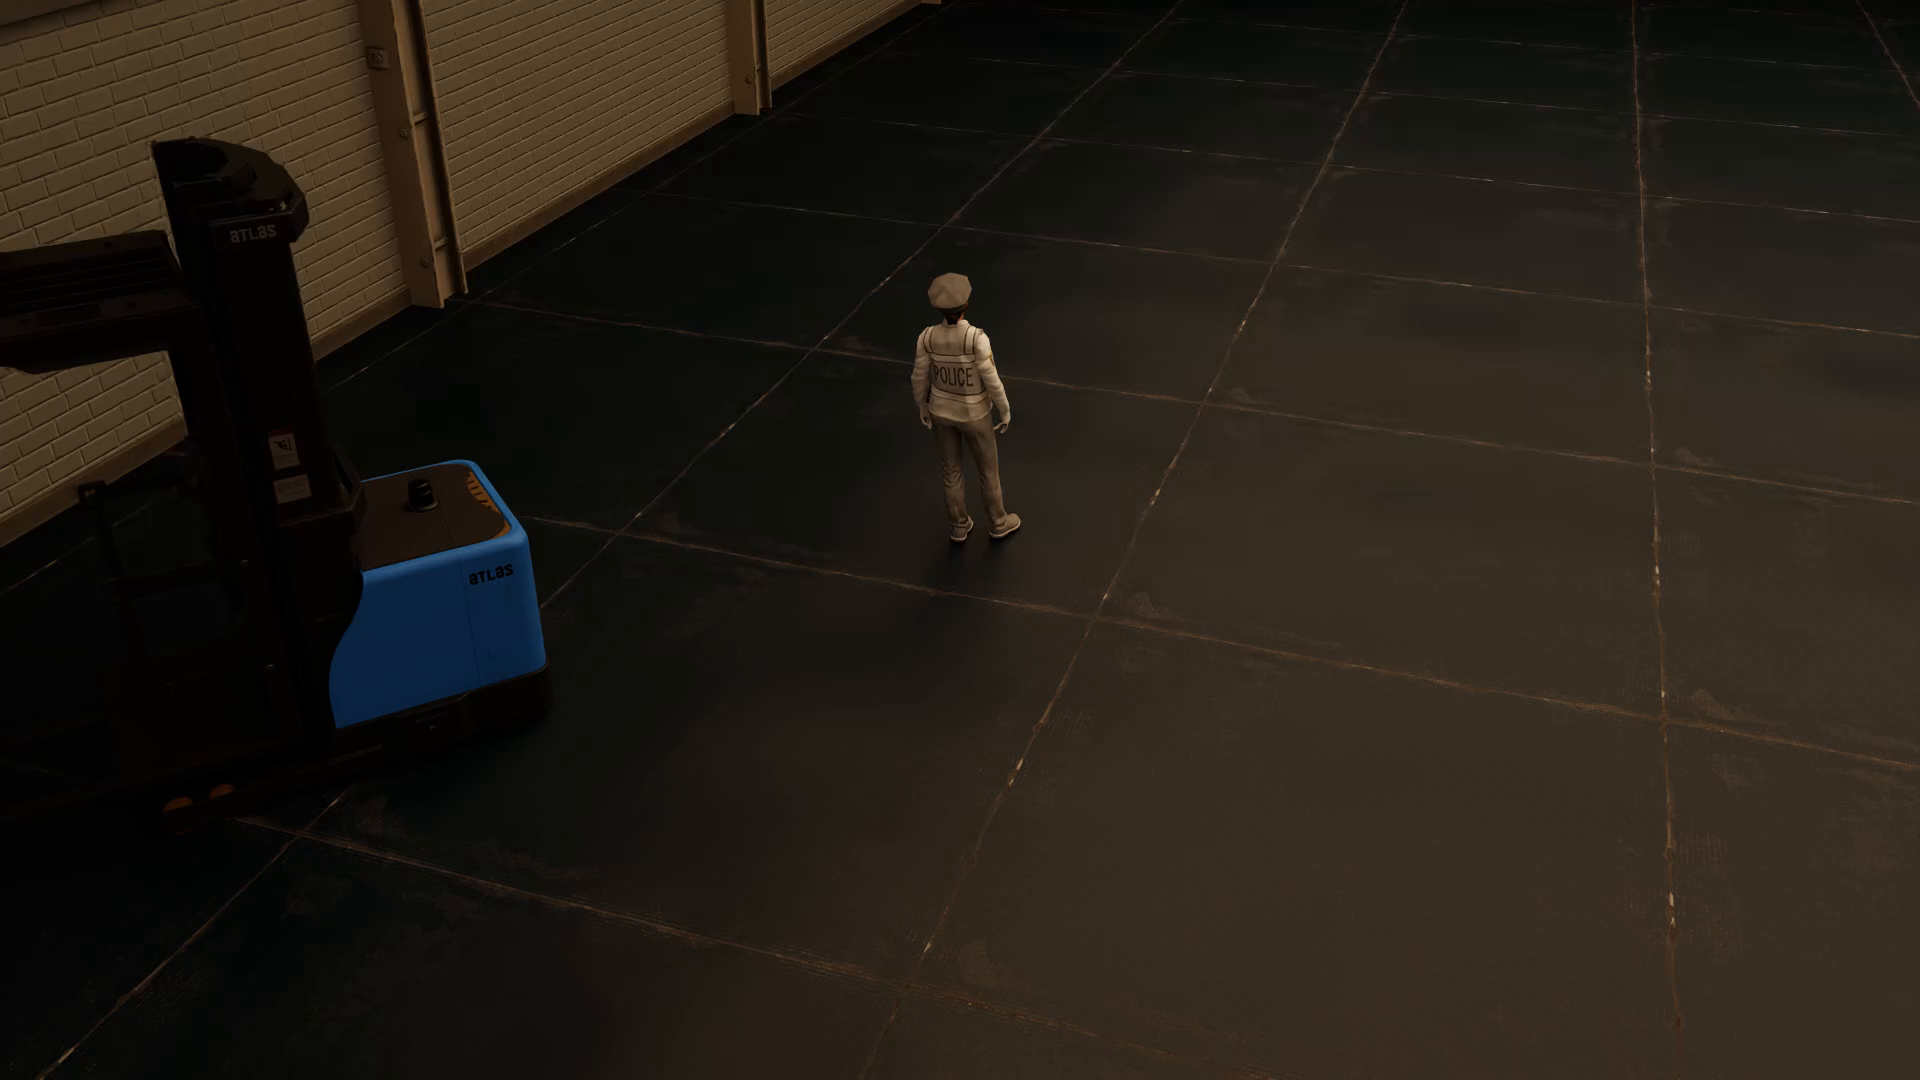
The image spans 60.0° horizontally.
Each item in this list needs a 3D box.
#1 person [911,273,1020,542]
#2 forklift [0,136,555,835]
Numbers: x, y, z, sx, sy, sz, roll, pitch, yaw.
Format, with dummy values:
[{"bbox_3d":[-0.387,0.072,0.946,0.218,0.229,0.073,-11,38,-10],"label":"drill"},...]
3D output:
[{"bbox_3d":[0.029,-0.773,9.727,0.586,1.694,0.531,10,31,16],"label":"person"},{"bbox_3d":[-3.608,-0.211,7.507,3.031,2.935,1.130,-16,33,-26],"label":"forklift"}]
